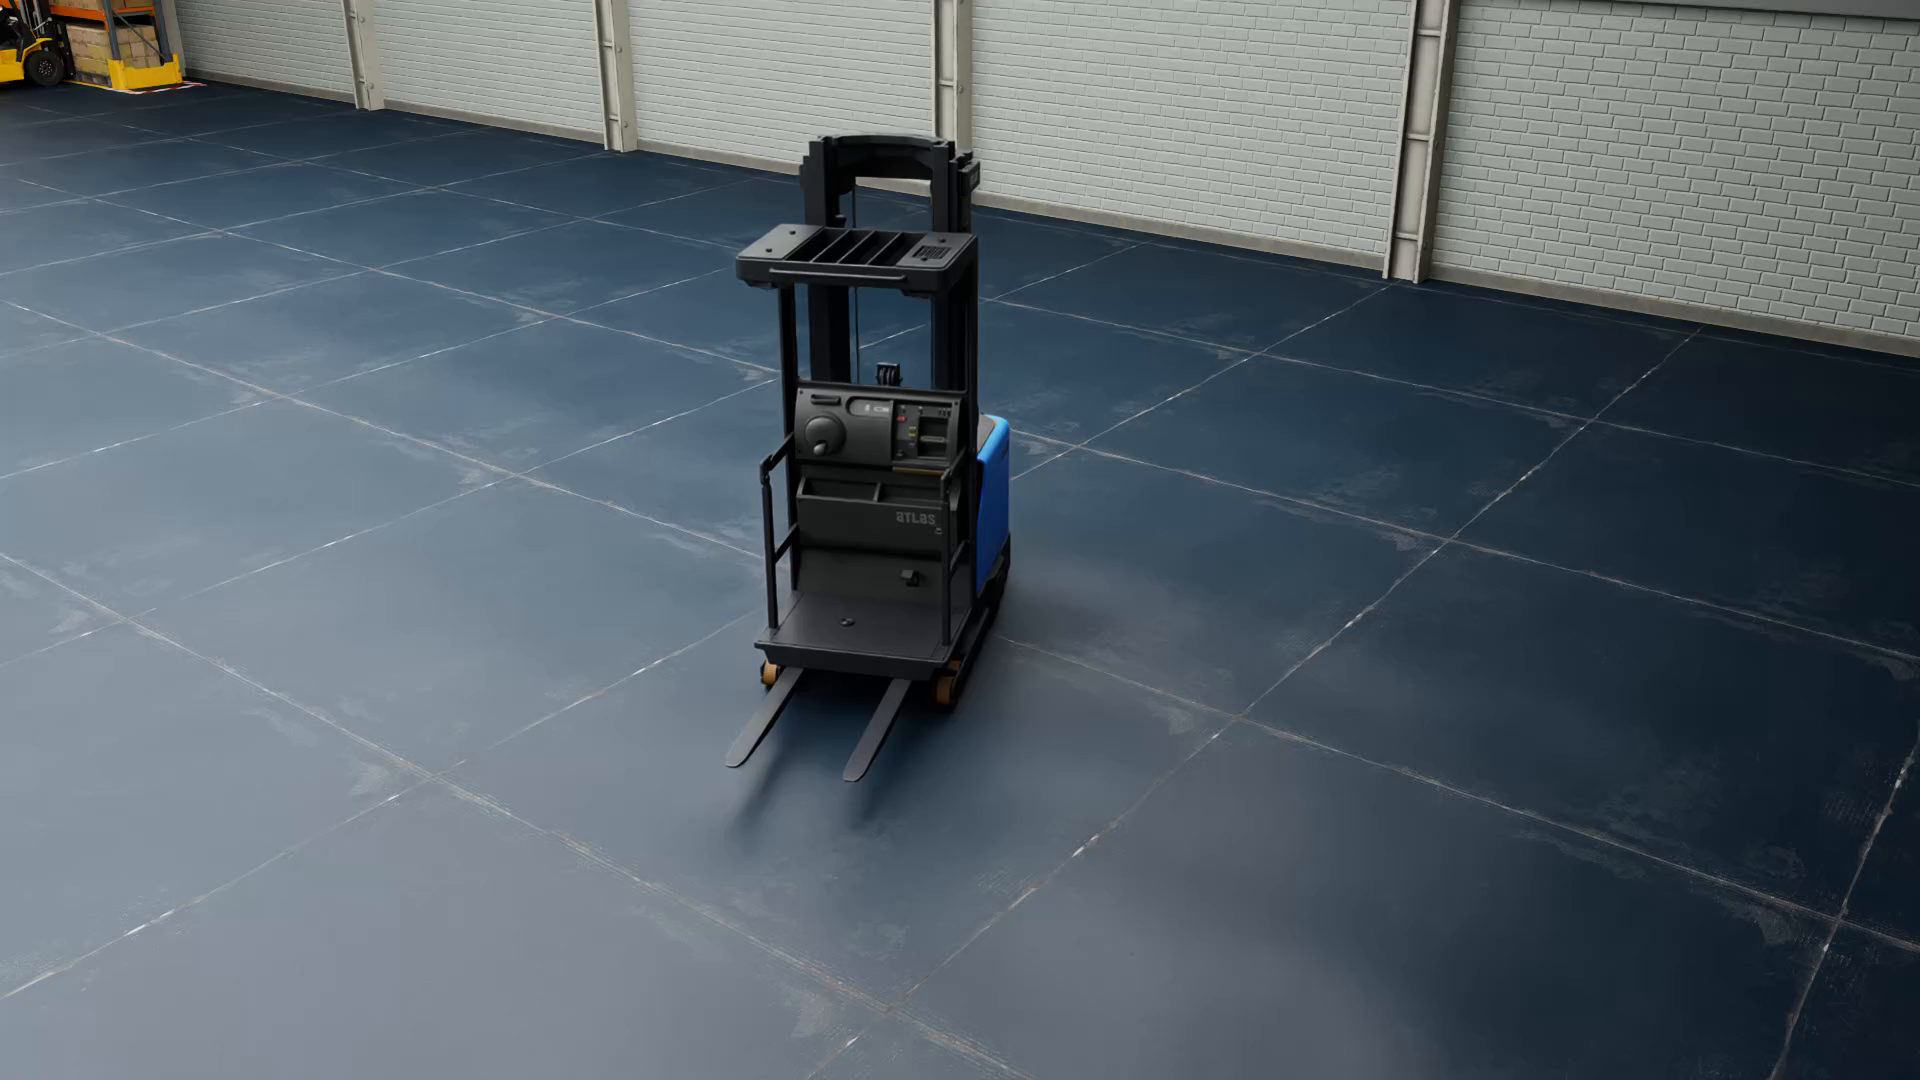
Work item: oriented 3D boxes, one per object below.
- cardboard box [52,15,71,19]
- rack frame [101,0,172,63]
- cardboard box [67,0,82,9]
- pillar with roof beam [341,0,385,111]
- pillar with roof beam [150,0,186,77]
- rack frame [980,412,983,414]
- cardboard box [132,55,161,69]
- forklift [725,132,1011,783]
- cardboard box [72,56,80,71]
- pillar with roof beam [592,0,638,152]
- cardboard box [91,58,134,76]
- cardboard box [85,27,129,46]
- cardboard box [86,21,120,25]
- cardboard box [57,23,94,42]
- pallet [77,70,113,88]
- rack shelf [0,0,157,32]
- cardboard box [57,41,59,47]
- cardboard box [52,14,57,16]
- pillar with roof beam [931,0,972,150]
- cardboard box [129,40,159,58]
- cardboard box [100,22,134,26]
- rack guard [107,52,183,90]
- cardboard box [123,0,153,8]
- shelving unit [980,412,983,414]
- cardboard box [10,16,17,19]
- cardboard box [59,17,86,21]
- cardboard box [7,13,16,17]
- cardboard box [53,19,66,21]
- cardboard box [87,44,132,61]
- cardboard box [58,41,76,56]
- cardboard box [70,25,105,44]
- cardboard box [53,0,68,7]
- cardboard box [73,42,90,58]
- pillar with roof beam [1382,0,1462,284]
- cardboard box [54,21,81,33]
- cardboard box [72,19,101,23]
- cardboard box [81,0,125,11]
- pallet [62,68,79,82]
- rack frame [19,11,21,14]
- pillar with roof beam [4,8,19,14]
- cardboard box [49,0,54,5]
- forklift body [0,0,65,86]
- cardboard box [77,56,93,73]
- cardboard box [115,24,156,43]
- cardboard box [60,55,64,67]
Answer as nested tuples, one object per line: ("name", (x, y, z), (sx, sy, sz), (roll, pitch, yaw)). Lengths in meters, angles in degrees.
("cardboard box", (-16.766, -9.667, 31.119), (0.500, 0.250, 0.500), (16, 29, 33))
("rack frame", (-14.489, -9.482, 29.051), (0.127, 3.000, 1.000), (17, 29, 33))
("cardboard box", (-15.450, -9.691, 29.400), (0.500, 0.500, 0.500), (18, 29, 35))
("pillar with roof beam", (-12.287, -9.847, 22.438), (0.400, 9.000, 9.100), (17, 29, 33))
("pillar with roof beam", (-17.088, -11.298, 25.731), (0.400, 9.000, 9.100), (17, 29, 33))
("rack frame", (0.075, -0.389, 11.017), (0.006, 0.900, 0.240), (17, 29, 33))
("cardboard box", (-14.765, -8.598, 29.934), (0.500, 0.250, 0.500), (17, 29, 34))
("forklift", (-0.500, -0.593, 8.960), (1.130, 2.935, 3.031), (5, 24, 11))
("cardboard box", (-15.842, -8.675, 30.108), (0.500, 0.250, 0.500), (17, 29, 34))
("pillar with roof beam", (-7.485, -8.396, 19.145), (0.400, 9.000, 9.100), (17, 29, 33))
("cardboard box", (-15.055, -8.428, 29.547), (0.500, 0.250, 0.500), (17, 29, 34))
("cardboard box", (-15.045, -8.885, 29.344), (0.500, 0.250, 0.500), (18, 29, 35))
("cardboard box", (-15.556, -9.295, 30.276), (0.500, 0.250, 0.500), (17, 29, 33))
("cardboard box", (-15.867, -9.125, 29.889), (0.500, 0.250, 0.500), (17, 29, 34))
("pallet", (-15.126, -8.378, 30.002), (1.213, 0.211, 1.003), (17, 29, 33))
("rack shelf", (-16.090, -9.637, 30.294), (4.000, 0.370, 1.077), (17, 29, 33))
("cardboard box", (-16.285, -9.027, 30.287), (0.500, 0.250, 0.500), (17, 29, 33))
("cardboard box", (-17.180, -9.785, 31.386), (0.500, 0.250, 0.500), (17, 29, 34))
("pillar with roof beam", (-2.684, -6.945, 15.852), (0.400, 9.000, 9.100), (17, 29, 33))
("cardboard box", (-14.741, -8.826, 29.830), (0.500, 0.250, 0.500), (17, 29, 34))
("cardboard box", (-15.162, -9.171, 29.993), (0.500, 0.250, 0.500), (17, 29, 33))
("rack guard", (-14.470, -8.333, 29.542), (0.348, 0.500, 1.175), (17, 29, 33))
("cardboard box", (-14.719, -9.738, 29.506), (0.500, 0.500, 0.500), (18, 29, 35))
("shelving unit", (-0.006, -0.414, 11.073), (0.210, 0.900, 0.258), (17, 29, 33))
("cardboard box", (-17.491, -9.623, 31.019), (0.500, 0.250, 0.500), (16, 29, 33))
("cardboard box", (-16.369, -9.540, 30.832), (0.500, 0.250, 0.500), (17, 29, 34))
("cardboard box", (-18.730, -9.868, 32.350), (0.625, 0.625, 0.875), (16, 29, 33))
("cardboard box", (-16.683, -9.379, 30.467), (0.500, 0.250, 0.500), (18, 29, 35))
("cardboard box", (-15.066, -8.662, 29.458), (0.500, 0.250, 0.500), (16, 29, 33))
("cardboard box", (-15.887, -8.905, 30.009), (0.500, 0.250, 0.500), (16, 28, 32))
("cardboard box", (-15.457, -9.006, 29.620), (0.500, 0.250, 0.500), (17, 29, 34))
("cardboard box", (-15.860, -9.815, 29.681), (0.500, 0.500, 0.500), (16, 29, 32))
("cardboard box", (-15.461, -8.787, 29.741), (0.500, 0.250, 0.500), (16, 29, 33))
("pillar with roof beam", (2.117, -5.494, 12.559), (0.400, 9.000, 9.100), (17, 29, 33))
("cardboard box", (-16.267, -9.250, 30.173), (0.500, 0.250, 0.500), (16, 28, 32))
("cardboard box", (-15.962, -9.421, 30.562), (0.500, 0.250, 0.500), (16, 28, 32))
("cardboard box", (-15.040, -9.562, 29.109), (0.500, 0.500, 0.500), (16, 28, 32))
("pallet", (-16.098, -8.673, 30.672), (1.213, 0.211, 1.003), (17, 29, 33))
("rack frame", (-17.690, -10.450, 31.247), (0.127, 3.000, 1.000), (17, 29, 33))
("pillar with roof beam", (-21.889, -12.749, 29.024), (0.400, 9.000, 9.100), (17, 29, 33))
("cardboard box", (-16.269, -9.933, 29.949), (0.500, 0.500, 0.500), (17, 29, 34))
("forklift body", (-17.101, -8.964, 28.927), (1.214, 2.155, 2.313), (17, 29, 33))
("cardboard box", (-15.447, -8.551, 29.827), (0.500, 0.250, 0.500), (17, 29, 33))
("cardboard box", (-14.760, -9.051, 29.722), (0.500, 0.250, 0.500), (16, 29, 33))
("cardboard box", (-16.271, -8.794, 30.377), (0.500, 0.250, 0.500), (18, 29, 35))
